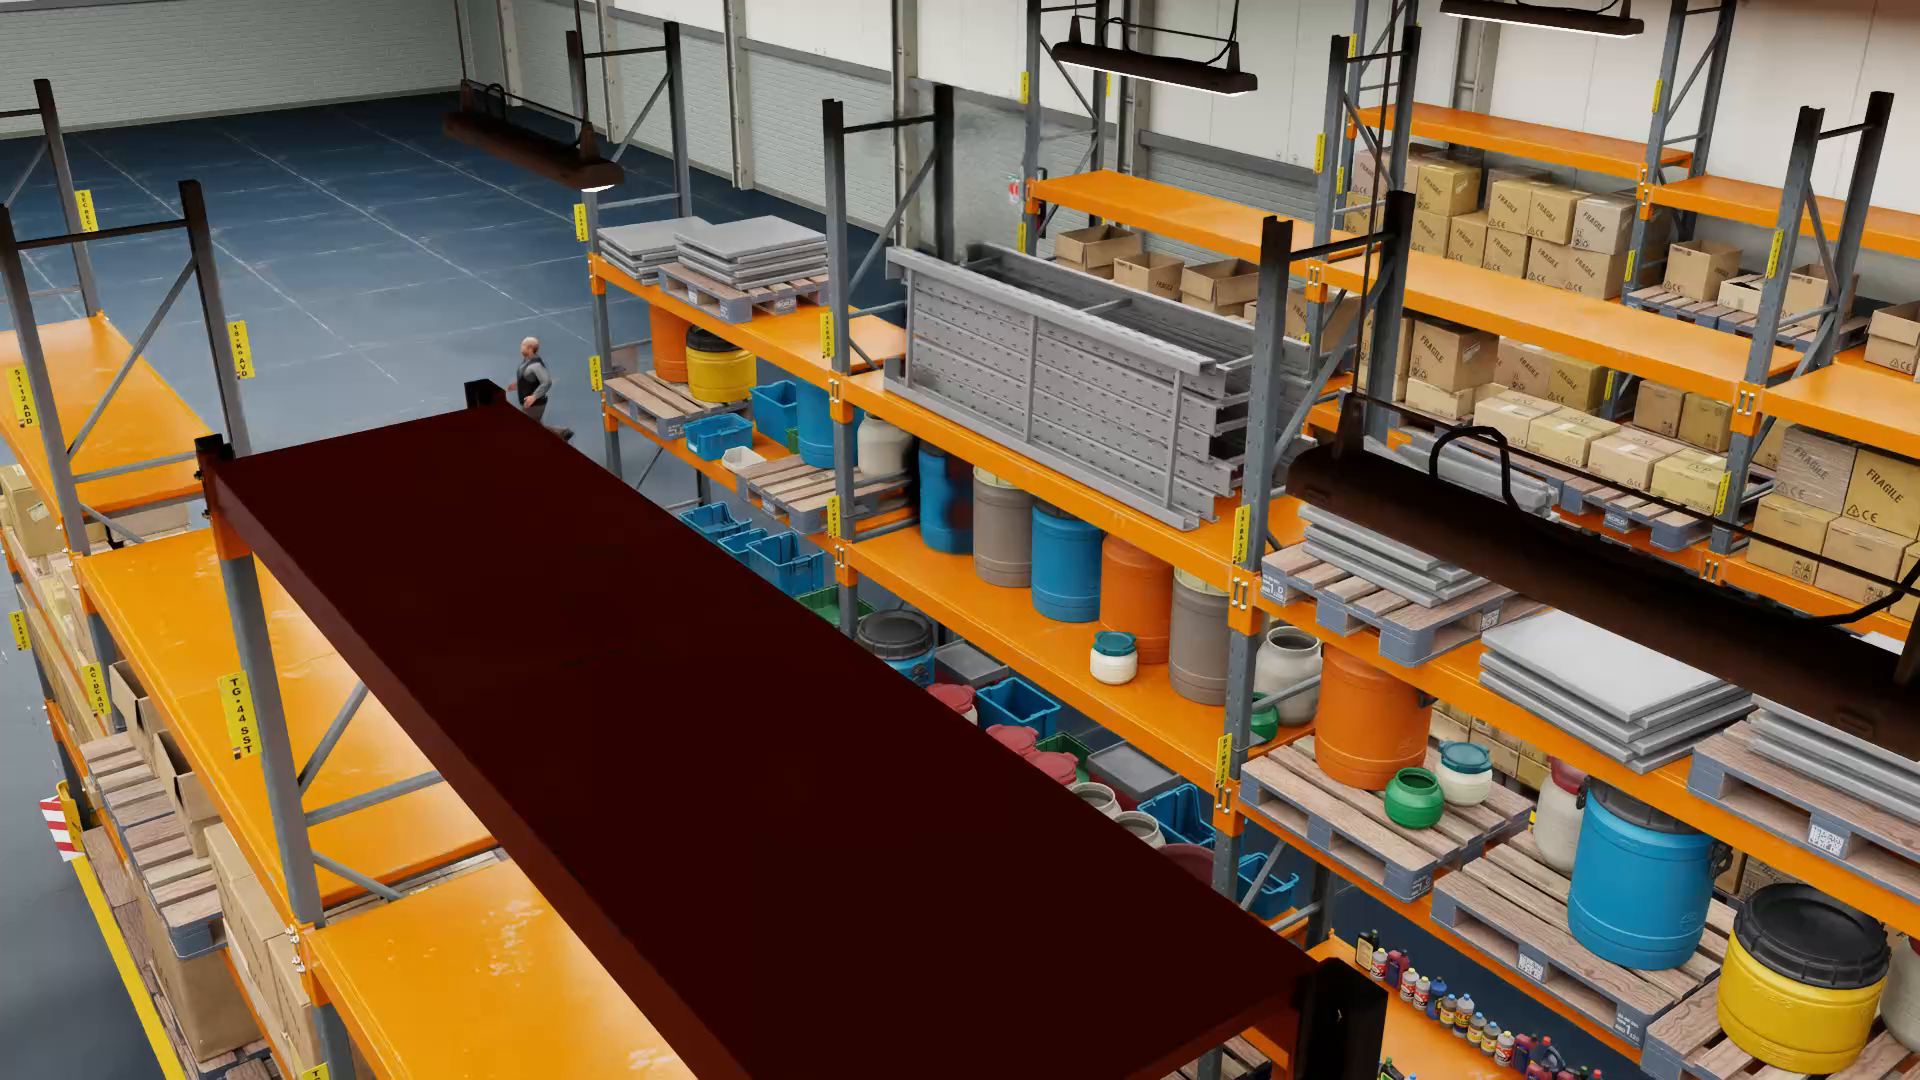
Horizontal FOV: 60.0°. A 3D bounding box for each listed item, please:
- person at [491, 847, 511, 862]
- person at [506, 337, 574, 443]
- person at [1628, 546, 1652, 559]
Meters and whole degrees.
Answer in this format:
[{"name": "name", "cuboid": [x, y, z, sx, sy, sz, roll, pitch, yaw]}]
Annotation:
[{"name": "person", "cuboid": [-3.264, 2.225, 12.066, 0.653, 1.842, 0.830, -18, 30, -33]}, {"name": "person", "cuboid": [-5.290, -1.696, 20.660, 0.896, 1.691, 0.677, -7, 26, -14]}, {"name": "person", "cuboid": [6.057, 0.761, 15.361, 0.543, 1.628, 0.568, 23, 33, 40]}]
